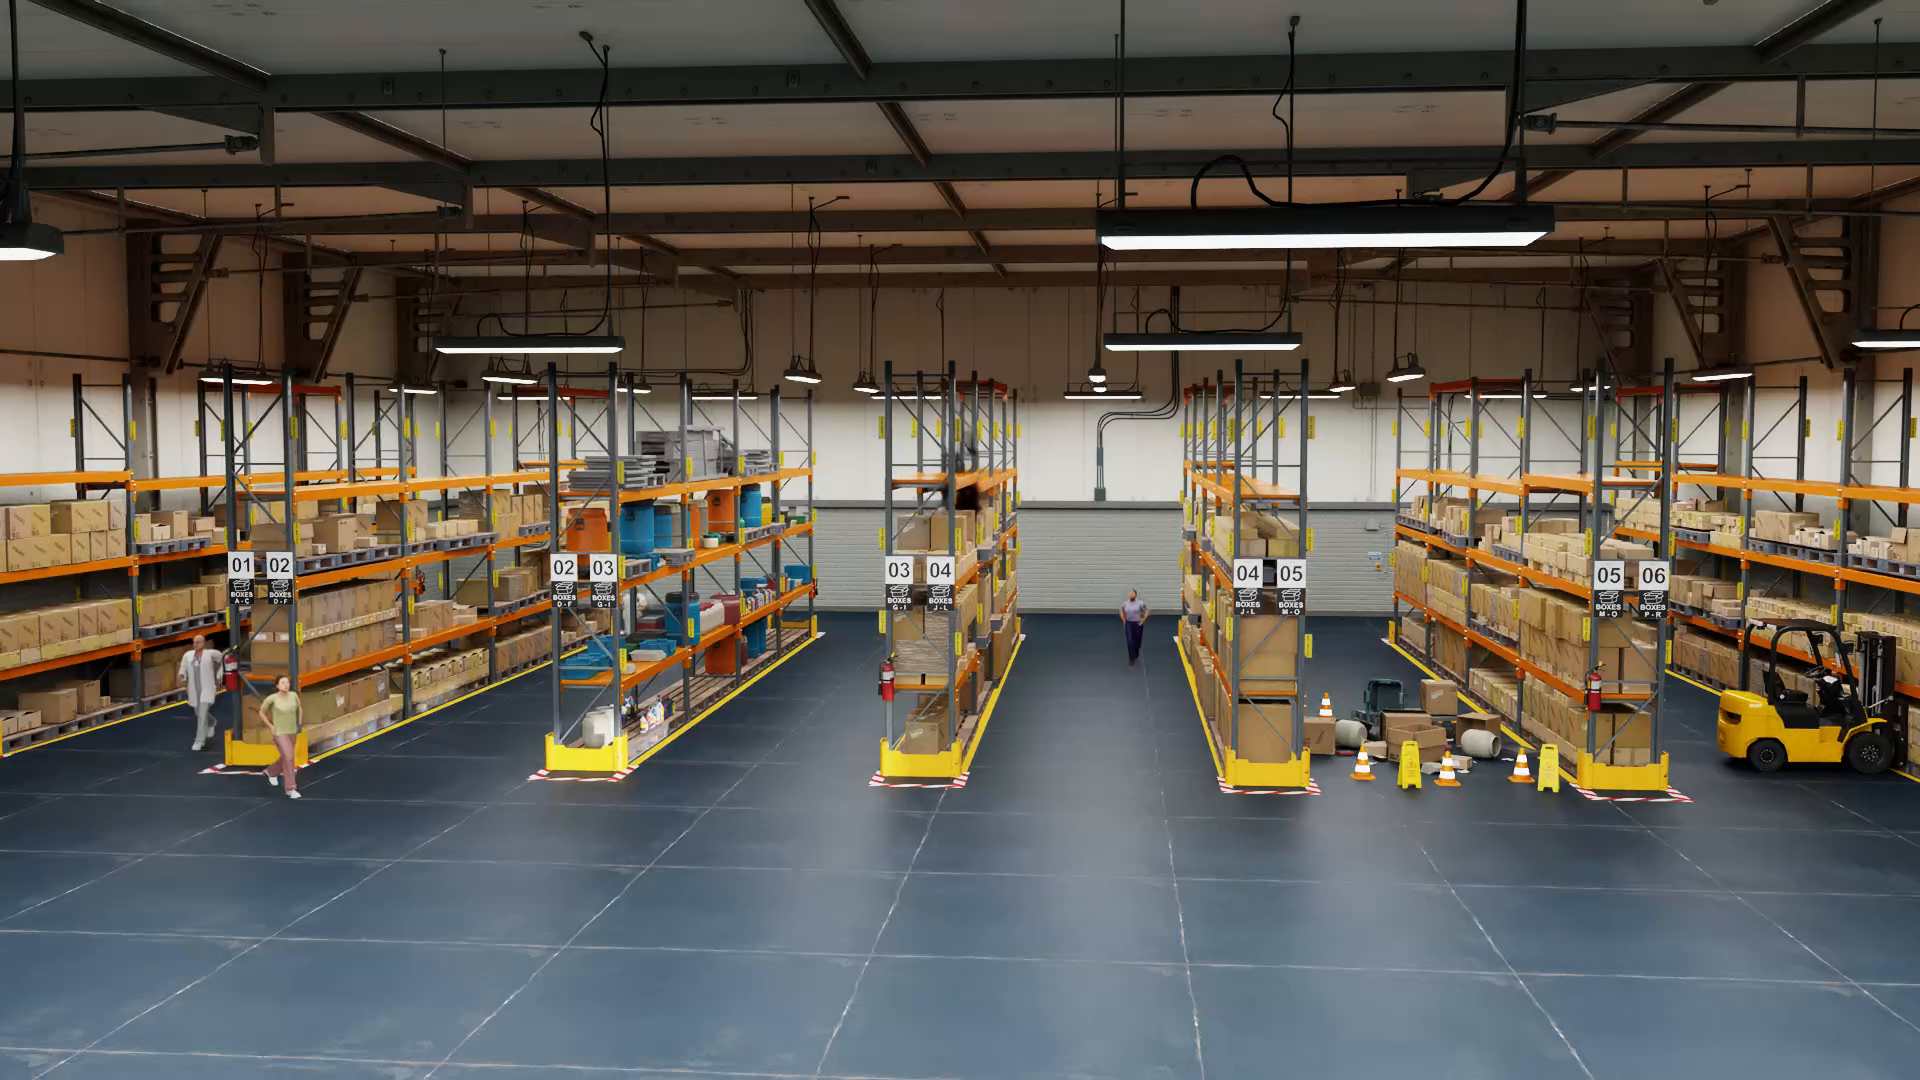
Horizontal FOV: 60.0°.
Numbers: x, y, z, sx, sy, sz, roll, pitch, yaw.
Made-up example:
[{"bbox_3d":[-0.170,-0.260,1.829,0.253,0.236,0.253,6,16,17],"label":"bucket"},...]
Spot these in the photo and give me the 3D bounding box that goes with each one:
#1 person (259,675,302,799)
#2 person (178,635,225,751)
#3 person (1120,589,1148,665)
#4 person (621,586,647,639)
[{"bbox_3d":[-9.307,2.667,22.831,0.835,1.678,0.575,3,5,38],"label":"person"},{"bbox_3d":[-11.997,2.375,26.375,0.690,1.771,1.042,0,4,0],"label":"person"},{"bbox_3d":[3.734,1.862,35.722,0.602,1.625,0.566,1,4,11],"label":"person"},{"bbox_3d":[-7.115,1.776,36.300,0.580,1.711,0.855,0,4,-7],"label":"person"}]
